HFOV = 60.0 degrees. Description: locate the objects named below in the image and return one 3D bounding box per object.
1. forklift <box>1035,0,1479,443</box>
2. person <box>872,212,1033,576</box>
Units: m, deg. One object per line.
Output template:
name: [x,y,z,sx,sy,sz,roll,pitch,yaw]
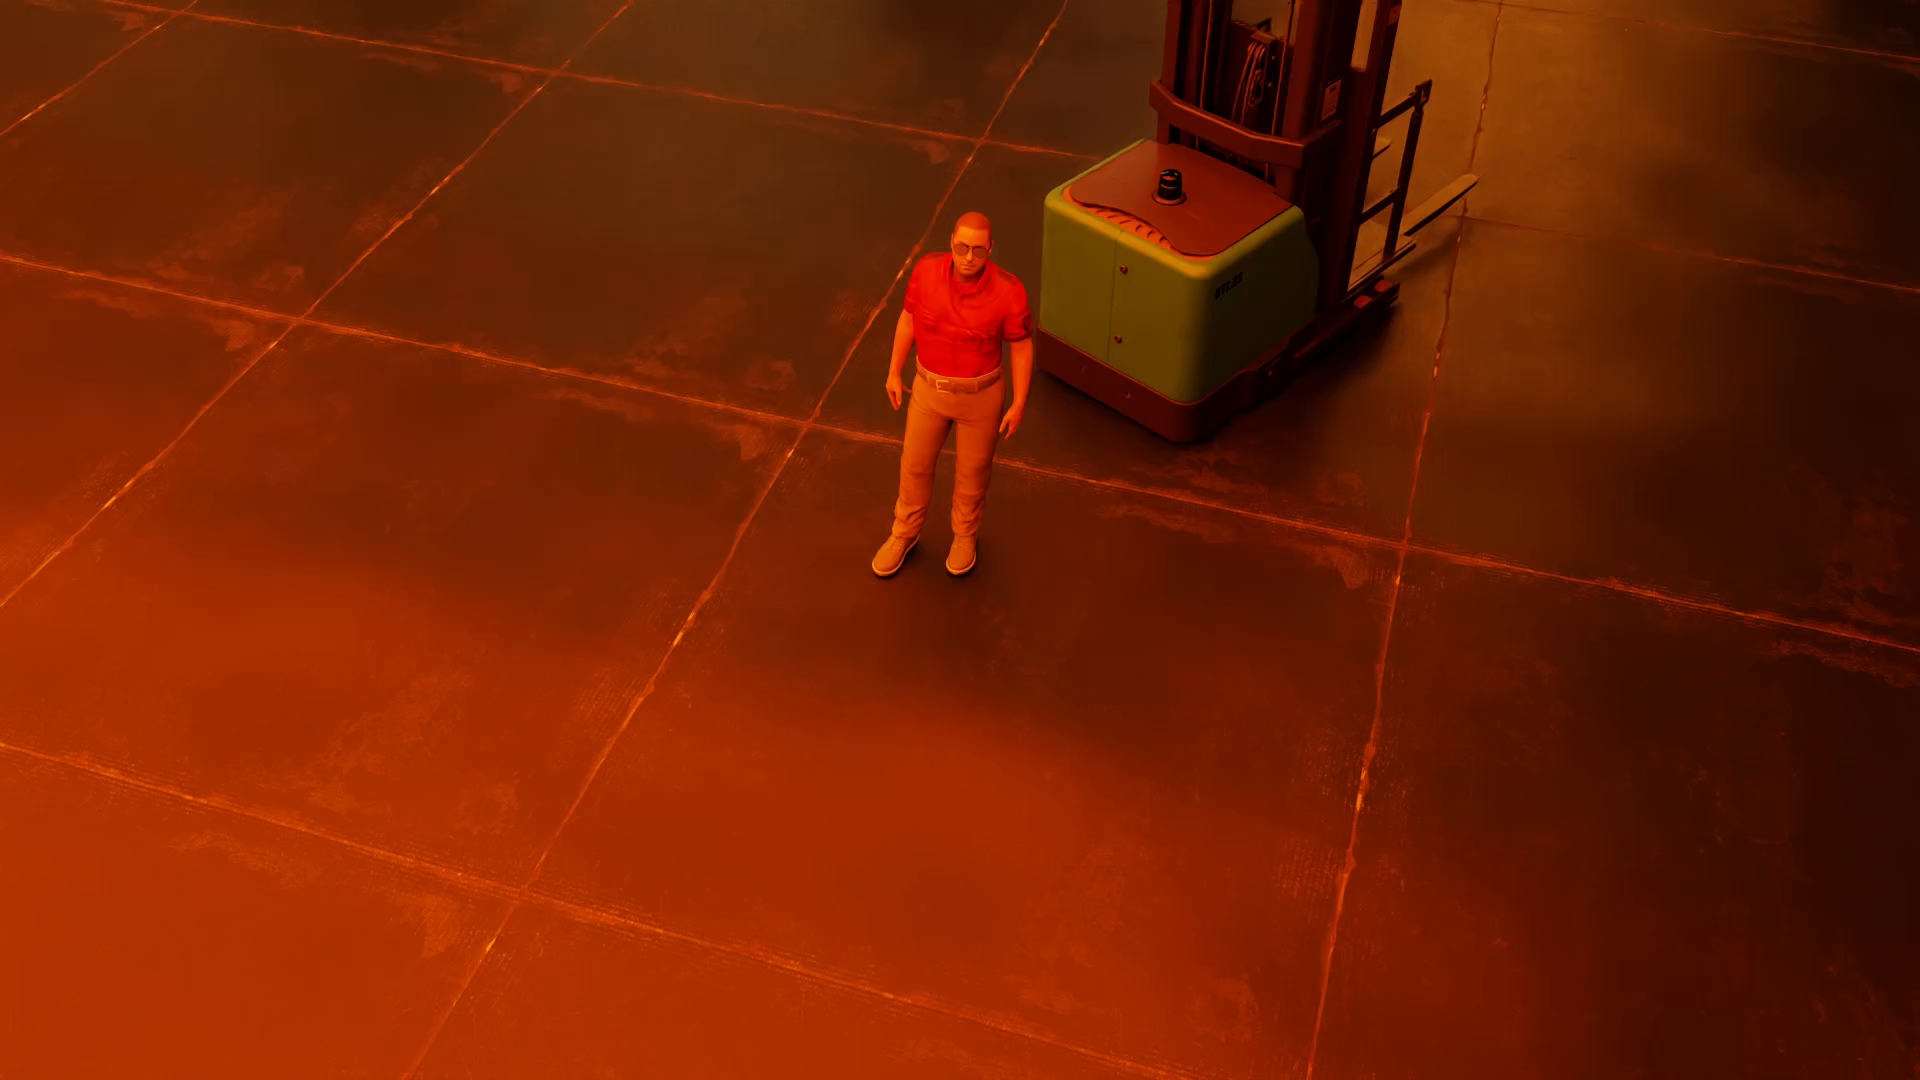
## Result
forklift: [1.777,-2.464,8.338,1.130,2.935,3.031,33,52,30]
person: [-0.038,-0.582,7.187,0.641,1.727,0.550,12,44,13]
